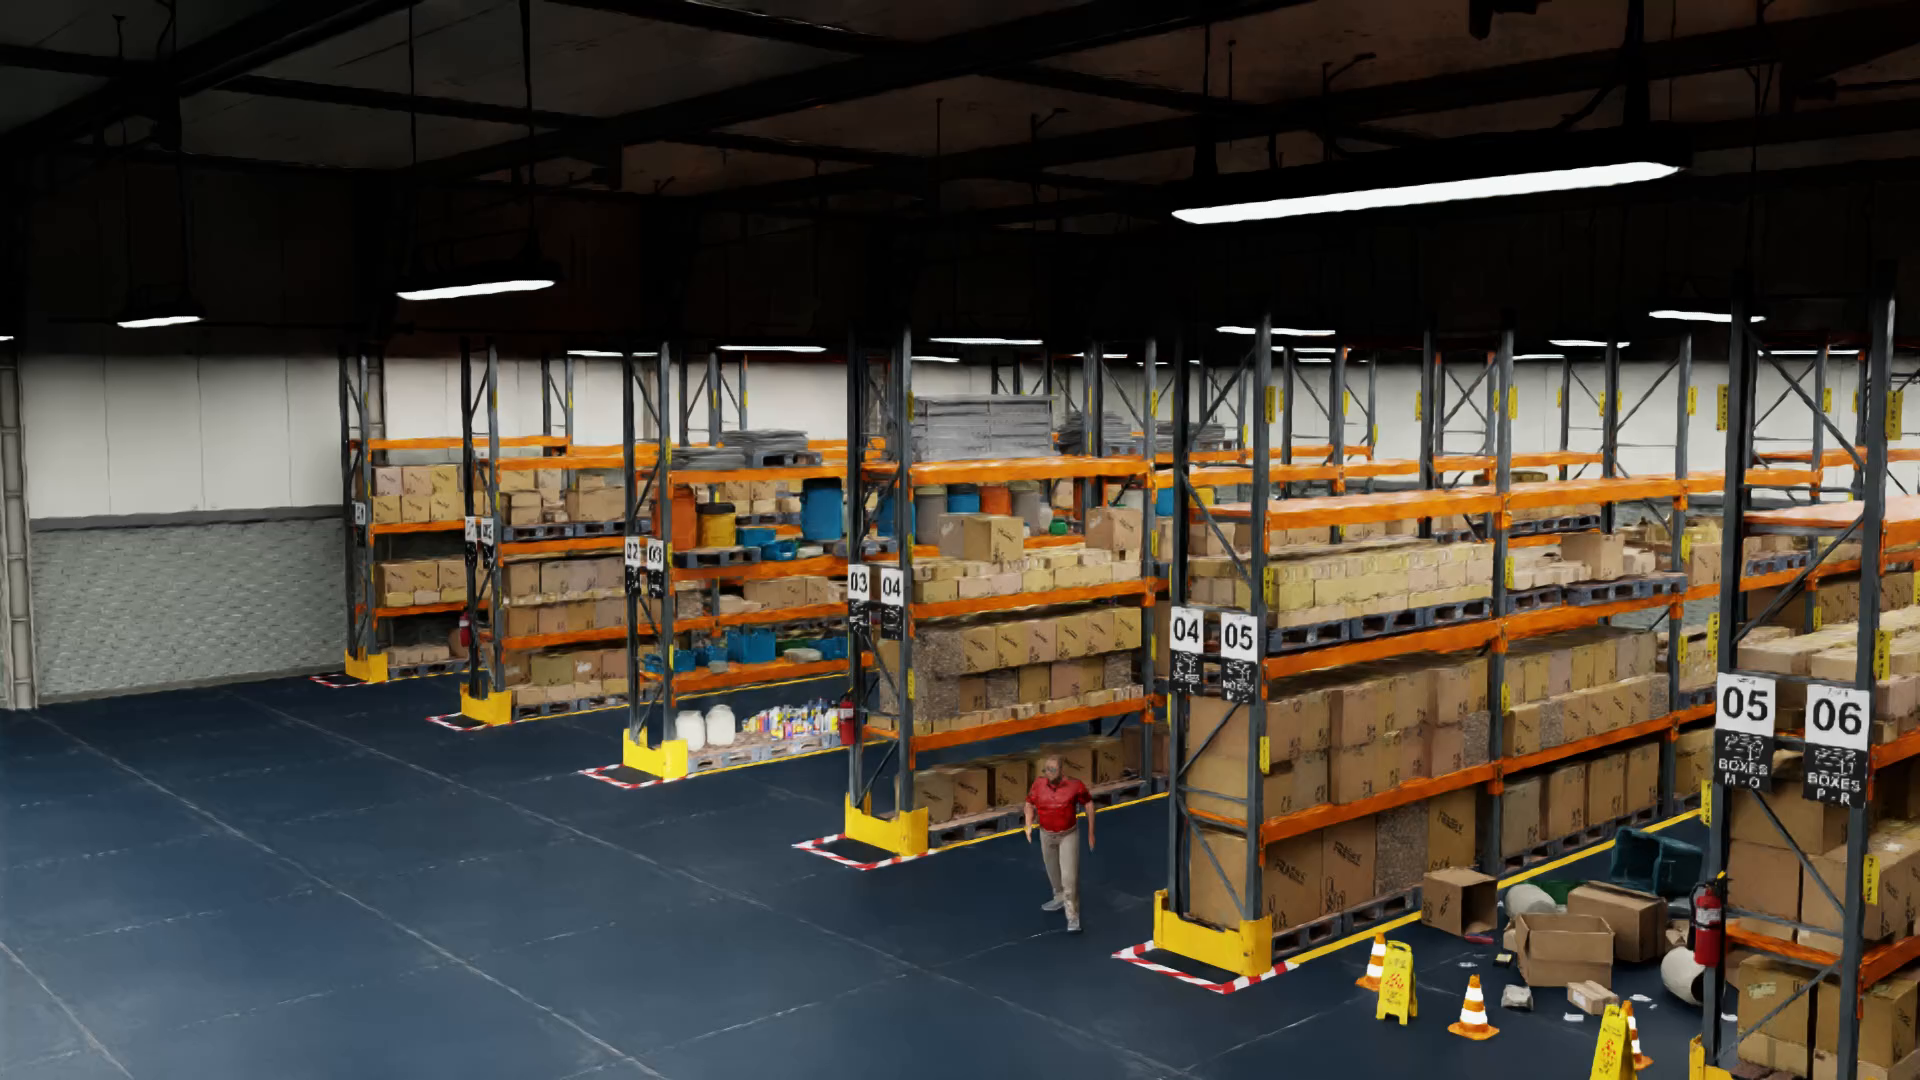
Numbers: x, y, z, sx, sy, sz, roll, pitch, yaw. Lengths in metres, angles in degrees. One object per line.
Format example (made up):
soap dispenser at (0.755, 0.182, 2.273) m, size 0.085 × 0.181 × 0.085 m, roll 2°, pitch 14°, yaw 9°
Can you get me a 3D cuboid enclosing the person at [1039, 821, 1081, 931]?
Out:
person at (1.015, 3.198, 16.194) m, size 0.662 × 1.025 × 0.814 m, roll 3°, pitch 6°, yaw 30°
